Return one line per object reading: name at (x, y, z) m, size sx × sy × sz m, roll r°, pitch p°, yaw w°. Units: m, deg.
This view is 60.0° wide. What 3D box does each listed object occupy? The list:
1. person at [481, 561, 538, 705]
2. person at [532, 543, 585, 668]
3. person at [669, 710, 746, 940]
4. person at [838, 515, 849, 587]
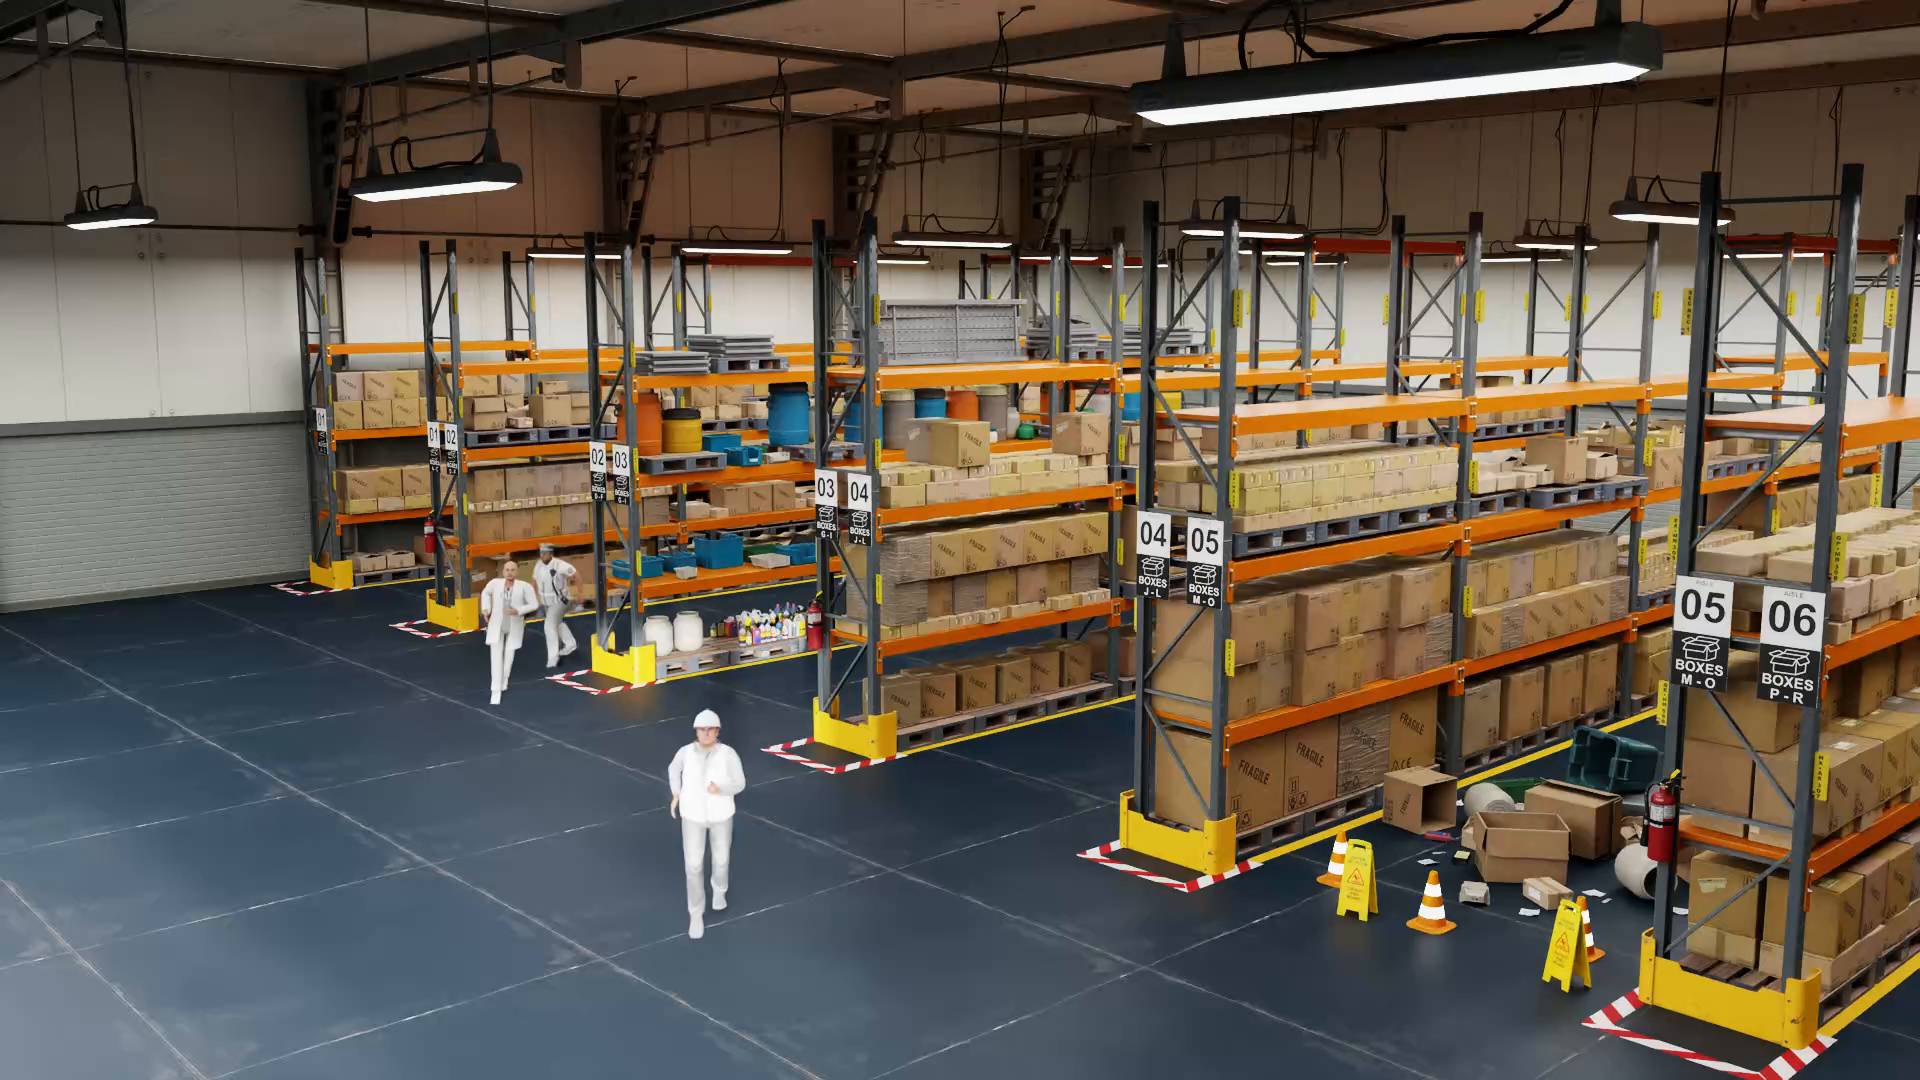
person at (-5.820, 1.158, 21.533) m, size 0.722 × 1.805 × 0.981 m, roll -2°, pitch 9°, yaw -11°
person at (-5.695, 0.887, 23.515) m, size 0.670 × 1.778 × 0.892 m, roll 5°, pitch 10°, yaw 33°
person at (-2.078, 2.297, 13.688) m, size 0.630 × 1.831 × 0.776 m, roll -1°, pitch 8°, yaw -8°
person at (-1.710, -0.130, 27.979) m, size 0.679 × 1.813 × 0.916 m, roll 6°, pitch 10°, yaw 35°
